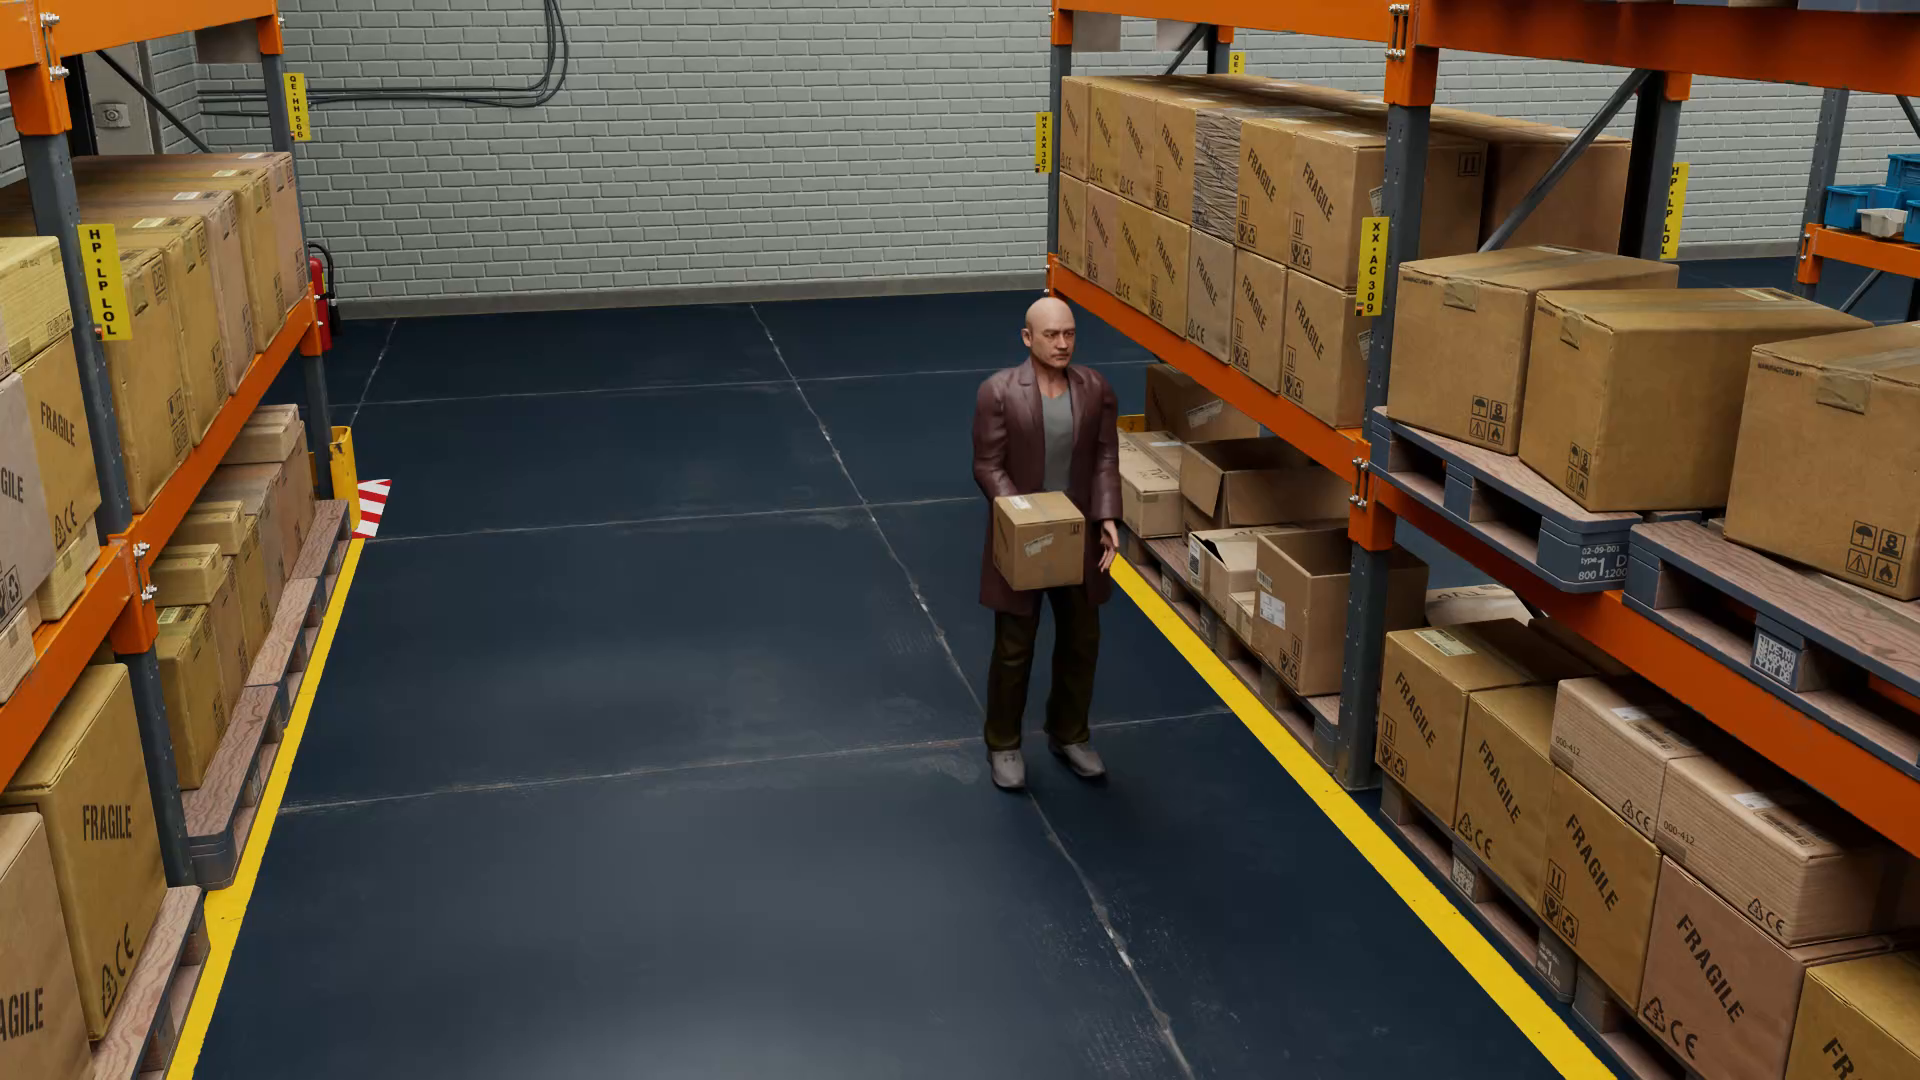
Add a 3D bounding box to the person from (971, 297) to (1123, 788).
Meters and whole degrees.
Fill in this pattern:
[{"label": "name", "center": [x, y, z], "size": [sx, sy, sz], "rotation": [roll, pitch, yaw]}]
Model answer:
[{"label": "person", "center": [0.339, 0.034, 5.982], "size": [0.559, 1.781, 0.517], "rotation": [-6, 20, -16]}]
